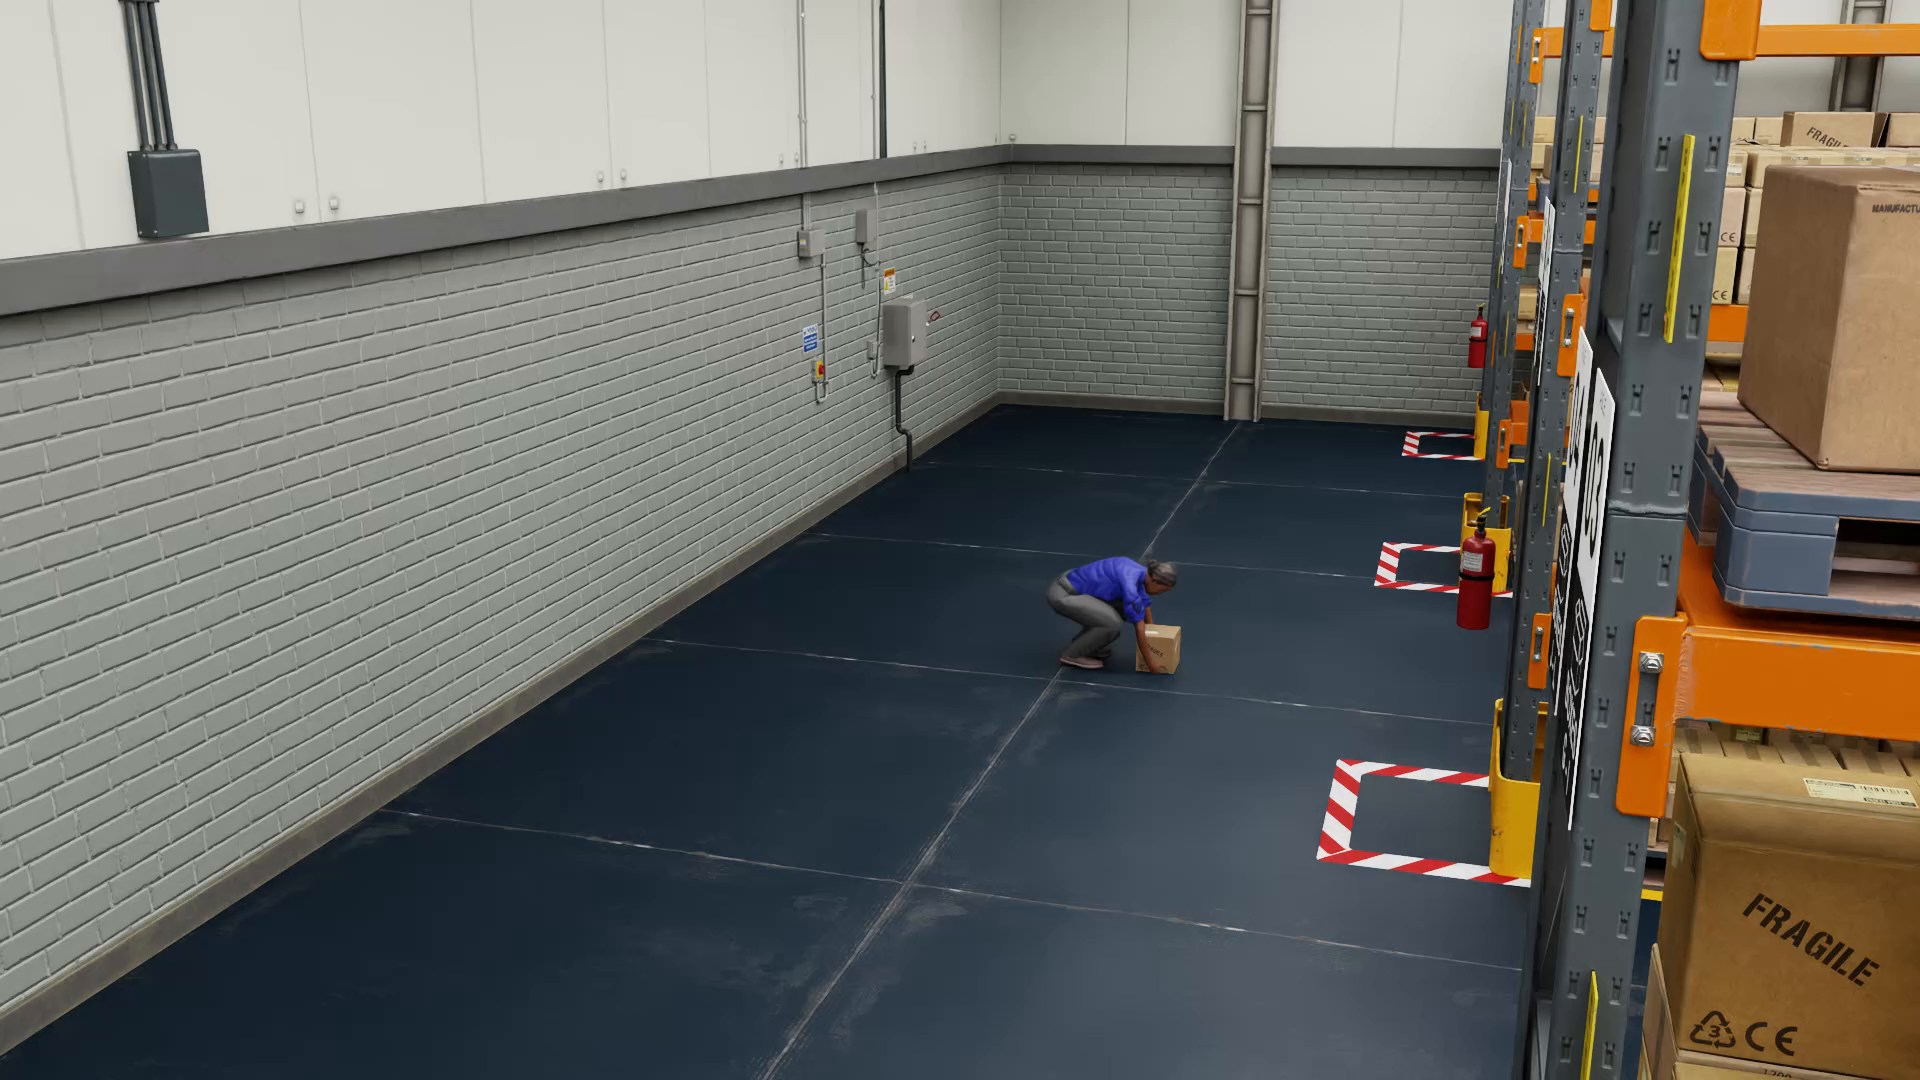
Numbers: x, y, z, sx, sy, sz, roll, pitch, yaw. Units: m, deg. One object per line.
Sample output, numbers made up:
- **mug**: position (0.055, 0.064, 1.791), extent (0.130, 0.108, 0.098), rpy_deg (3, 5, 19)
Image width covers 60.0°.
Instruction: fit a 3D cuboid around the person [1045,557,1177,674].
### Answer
- **person**: position (1.004, 0.477, 11.073), extent (0.858, 0.746, 0.458), rpy_deg (4, 16, 15)
